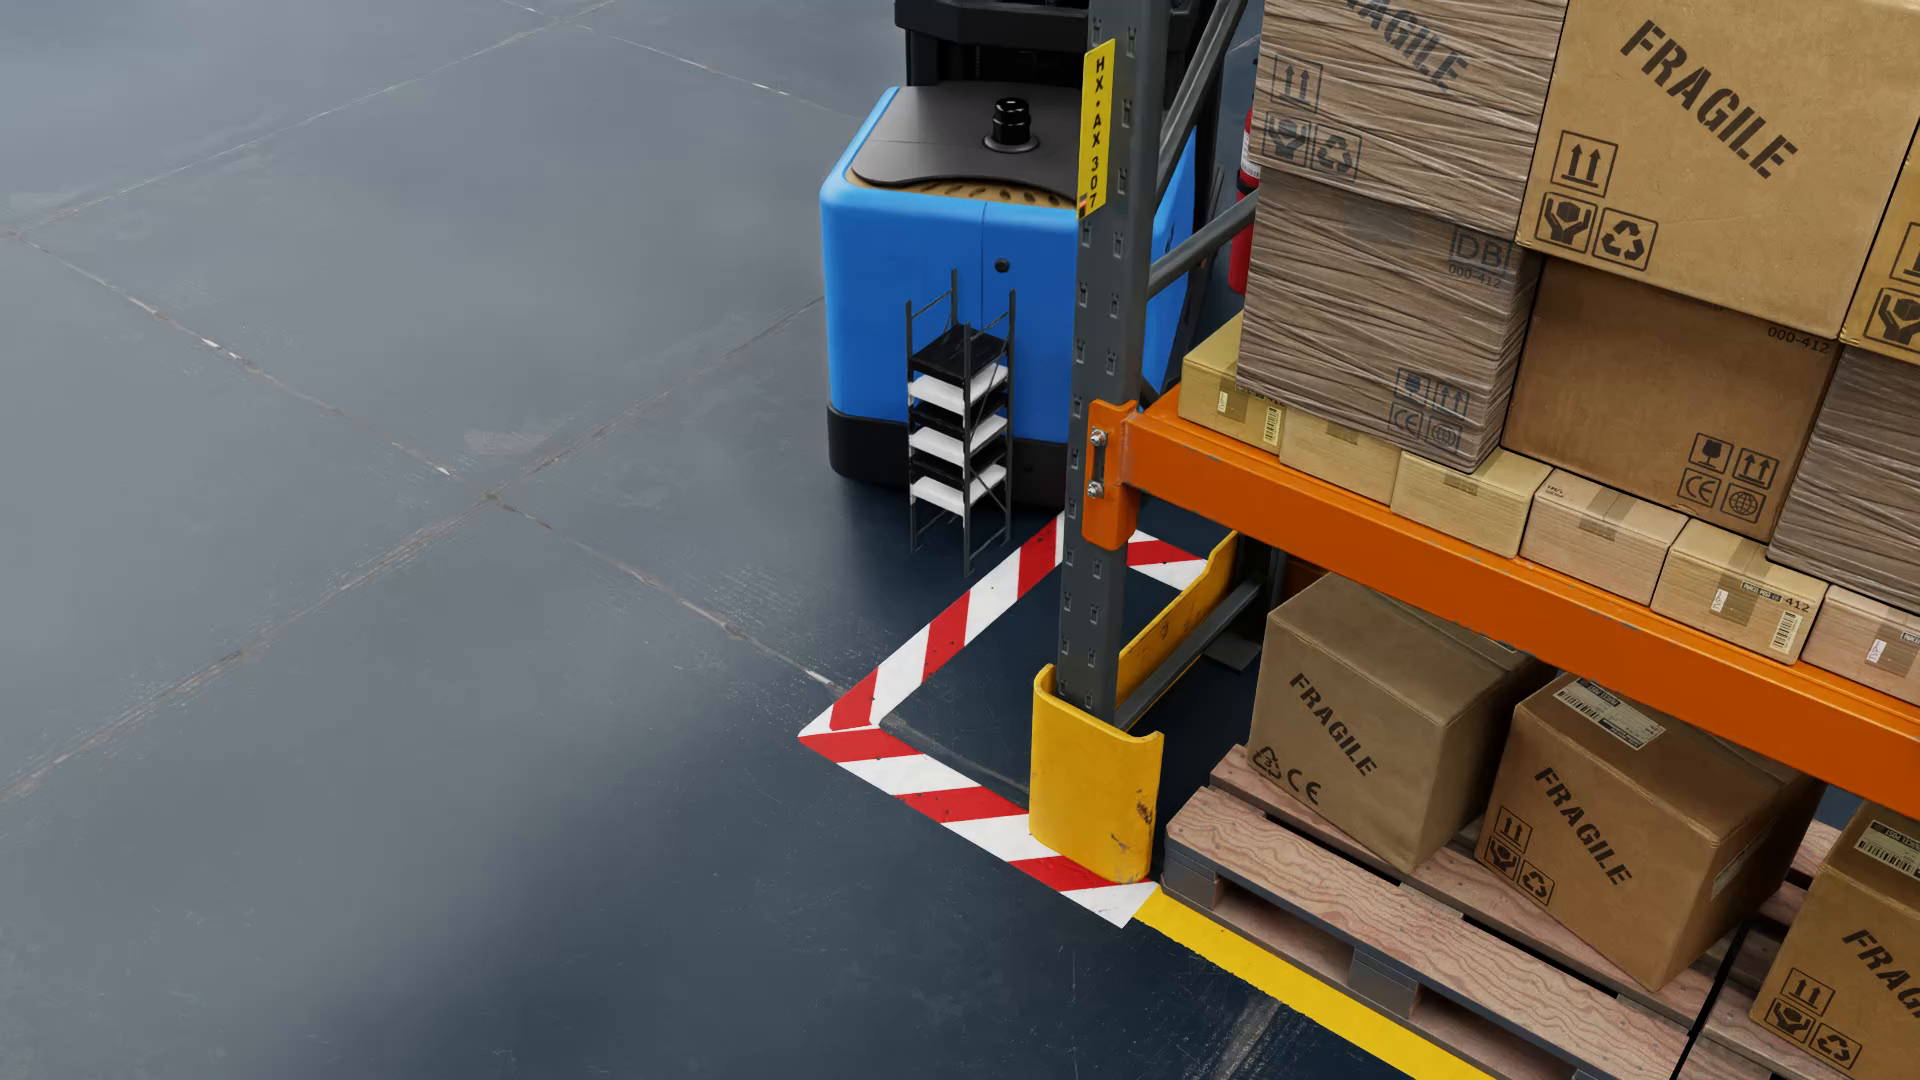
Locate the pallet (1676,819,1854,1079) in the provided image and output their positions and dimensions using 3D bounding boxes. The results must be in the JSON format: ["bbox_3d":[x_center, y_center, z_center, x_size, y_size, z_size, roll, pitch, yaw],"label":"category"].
[{"bbox_3d":[2.231,1.222,3.518,1.213,0.211,1.003,25,45,29],"label":"pallet"}]

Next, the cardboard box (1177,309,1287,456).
[{"bbox_3d":[0.664,-0.361,3.481,0.250,0.149,0.380,25,45,29],"label":"cardboard box"}]

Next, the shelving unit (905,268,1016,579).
[{"bbox_3d":[0.002,-0.332,4.944,0.210,0.900,0.258,24,44,27],"label":"shelving unit"}]

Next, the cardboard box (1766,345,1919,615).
[{"bbox_3d":[1.843,-0.283,2.856,0.500,0.500,0.875,25,45,29],"label":"cardboard box"}]

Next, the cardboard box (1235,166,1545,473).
[{"bbox_3d":[1.003,-0.620,3.286,0.500,0.500,0.875,25,45,29],"label":"cardboard box"}]

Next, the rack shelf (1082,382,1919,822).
[{"bbox_3d":[2.171,0.349,2.954,4.000,0.370,1.077,25,45,29],"label":"rack shelf"}]

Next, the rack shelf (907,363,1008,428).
[{"bbox_3d":[0.002,-0.448,4.854,0.200,0.077,0.258,24,44,27],"label":"rack shelf"}]

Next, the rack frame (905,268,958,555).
[{"bbox_3d":[-0.080,-0.369,4.991,0.006,0.900,0.240,24,44,27],"label":"rack frame"}]

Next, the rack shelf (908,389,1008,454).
[{"bbox_3d":[0.002,-0.377,4.909,0.200,0.077,0.258,24,44,27],"label":"rack shelf"}]

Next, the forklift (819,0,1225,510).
[{"bbox_3d":[0.409,-2.143,5.610,1.130,2.935,3.031,8,39,10],"label":"forklift"}]

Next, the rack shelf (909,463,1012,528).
[{"bbox_3d":[0.002,-0.164,5.076,0.200,0.077,0.258,24,44,27],"label":"rack shelf"}]

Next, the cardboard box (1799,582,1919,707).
[{"bbox_3d":[1.661,0.104,2.887,0.250,0.149,0.380,25,45,29],"label":"cardboard box"}]

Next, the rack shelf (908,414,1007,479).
[{"bbox_3d":[0.002,-0.306,4.965,0.200,0.077,0.258,24,44,27],"label":"rack shelf"}]

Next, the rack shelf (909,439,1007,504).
[{"bbox_3d":[0.002,-0.235,5.020,0.200,0.077,0.258,24,44,27],"label":"rack shelf"}]

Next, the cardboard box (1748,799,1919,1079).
[{"bbox_3d":[2.050,0.829,3.445,0.500,0.500,0.500,30,47,32],"label":"cardboard box"}]

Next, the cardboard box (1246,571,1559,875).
[{"bbox_3d":[1.068,0.378,4.021,0.500,0.500,0.500,-29,46,-32],"label":"cardboard box"}]

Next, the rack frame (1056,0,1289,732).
[{"bbox_3d":[0.582,-0.683,3.689,0.127,3.000,1.000,25,45,29],"label":"rack frame"}]

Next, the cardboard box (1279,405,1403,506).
[{"bbox_3d":[0.851,-0.258,3.350,0.250,0.149,0.380,25,45,29],"label":"cardboard box"}]

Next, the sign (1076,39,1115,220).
[{"bbox_3d":[0.253,-0.758,3.083,0.005,0.325,0.100,25,45,29],"label":"sign"}]

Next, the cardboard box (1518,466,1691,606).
[{"bbox_3d":[1.251,-0.073,3.114,0.250,0.149,0.380,25,45,29],"label":"cardboard box"}]

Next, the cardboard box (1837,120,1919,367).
[{"bbox_3d":[1.645,-0.516,2.343,0.500,0.500,0.500,25,45,29],"label":"cardboard box"}]

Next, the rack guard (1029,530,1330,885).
[{"bbox_3d":[0.643,0.330,4.423,0.348,0.500,1.175,25,45,29],"label":"rack guard"}]

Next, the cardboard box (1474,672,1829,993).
[{"bbox_3d":[1.564,0.585,3.757,0.500,0.500,0.500,-25,45,-29],"label":"cardboard box"}]

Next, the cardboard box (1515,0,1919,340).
[{"bbox_3d":[1.247,-0.703,2.581,0.500,0.500,0.500,25,45,29],"label":"cardboard box"}]

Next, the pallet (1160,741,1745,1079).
[{"bbox_3d":[1.266,0.765,4.102,1.213,0.211,1.003,25,45,29],"label":"pallet"}]

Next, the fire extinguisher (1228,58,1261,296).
[{"bbox_3d":[0.771,-0.921,4.056,0.183,0.674,0.296,25,45,29],"label":"fire extinguisher"}]

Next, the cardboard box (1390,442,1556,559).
[{"bbox_3d":[1.040,-0.157,3.221,0.250,0.149,0.380,25,45,29],"label":"cardboard box"}]

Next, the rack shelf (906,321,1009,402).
[{"bbox_3d":[0.002,-0.519,4.798,0.200,0.077,0.258,24,44,27],"label":"rack shelf"}]

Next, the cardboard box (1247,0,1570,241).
[{"bbox_3d":[0.854,-0.894,2.825,0.500,0.500,0.500,25,45,29],"label":"cardboard box"}]

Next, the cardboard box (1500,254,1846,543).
[{"bbox_3d":[1.473,-0.492,3.122,0.500,0.500,0.875,25,45,29],"label":"cardboard box"}]

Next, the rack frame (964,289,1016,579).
[{"bbox_3d":[0.085,-0.296,4.898,0.006,0.900,0.240,24,44,27],"label":"rack frame"}]

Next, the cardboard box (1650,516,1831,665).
[{"bbox_3d":[1.446,0.024,2.990,0.250,0.149,0.380,25,45,29],"label":"cardboard box"}]
